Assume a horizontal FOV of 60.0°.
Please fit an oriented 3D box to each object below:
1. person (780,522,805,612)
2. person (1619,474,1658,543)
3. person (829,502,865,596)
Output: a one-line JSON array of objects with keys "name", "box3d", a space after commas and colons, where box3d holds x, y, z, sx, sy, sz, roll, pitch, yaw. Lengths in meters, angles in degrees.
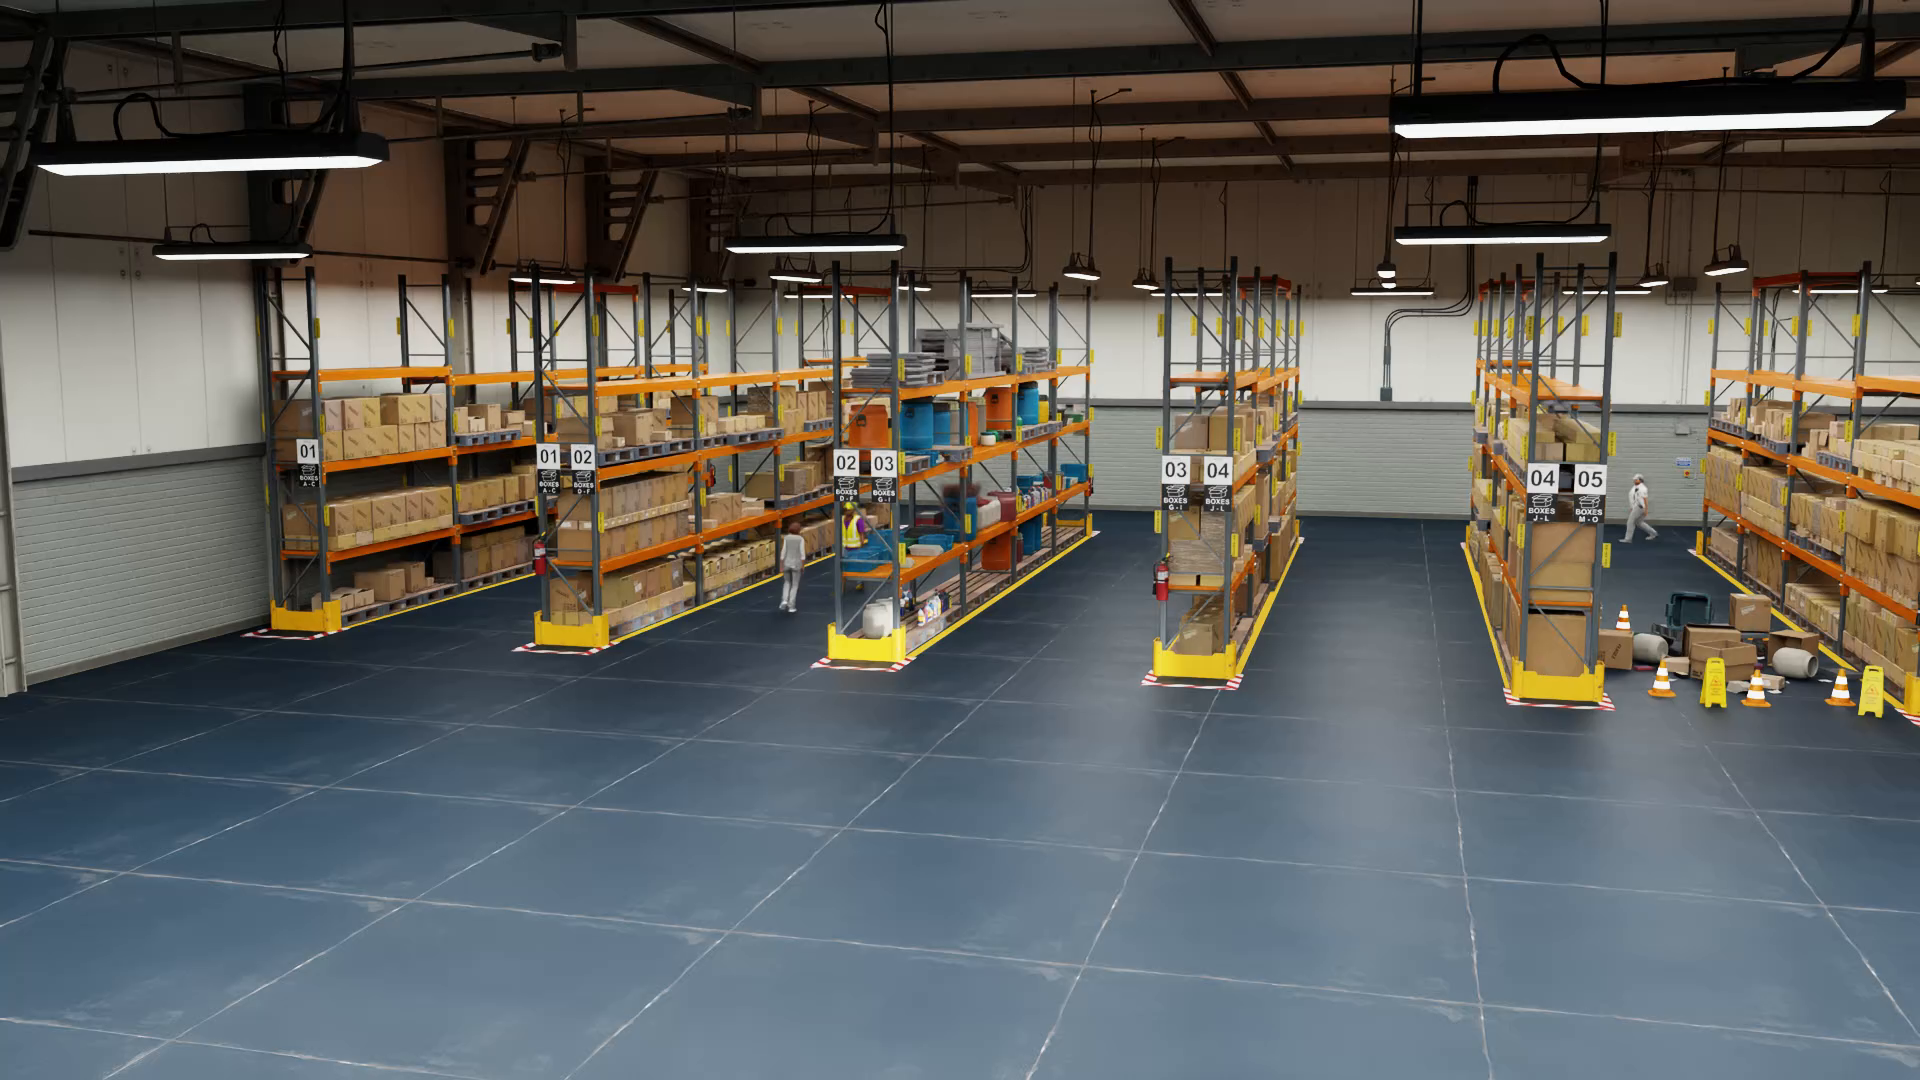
[{"name": "person", "box3d": [-2.959, 0.482, 29.417, 0.467, 1.588, 0.384, 2, 8, 16]}, {"name": "person", "box3d": [15.904, -0.742, 38.876, 0.956, 1.617, 0.481, 1, 7, 5]}, {"name": "person", "box3d": [-2.102, 0.144, 31.483, 0.672, 1.748, 0.950, 3, 8, 25]}]
